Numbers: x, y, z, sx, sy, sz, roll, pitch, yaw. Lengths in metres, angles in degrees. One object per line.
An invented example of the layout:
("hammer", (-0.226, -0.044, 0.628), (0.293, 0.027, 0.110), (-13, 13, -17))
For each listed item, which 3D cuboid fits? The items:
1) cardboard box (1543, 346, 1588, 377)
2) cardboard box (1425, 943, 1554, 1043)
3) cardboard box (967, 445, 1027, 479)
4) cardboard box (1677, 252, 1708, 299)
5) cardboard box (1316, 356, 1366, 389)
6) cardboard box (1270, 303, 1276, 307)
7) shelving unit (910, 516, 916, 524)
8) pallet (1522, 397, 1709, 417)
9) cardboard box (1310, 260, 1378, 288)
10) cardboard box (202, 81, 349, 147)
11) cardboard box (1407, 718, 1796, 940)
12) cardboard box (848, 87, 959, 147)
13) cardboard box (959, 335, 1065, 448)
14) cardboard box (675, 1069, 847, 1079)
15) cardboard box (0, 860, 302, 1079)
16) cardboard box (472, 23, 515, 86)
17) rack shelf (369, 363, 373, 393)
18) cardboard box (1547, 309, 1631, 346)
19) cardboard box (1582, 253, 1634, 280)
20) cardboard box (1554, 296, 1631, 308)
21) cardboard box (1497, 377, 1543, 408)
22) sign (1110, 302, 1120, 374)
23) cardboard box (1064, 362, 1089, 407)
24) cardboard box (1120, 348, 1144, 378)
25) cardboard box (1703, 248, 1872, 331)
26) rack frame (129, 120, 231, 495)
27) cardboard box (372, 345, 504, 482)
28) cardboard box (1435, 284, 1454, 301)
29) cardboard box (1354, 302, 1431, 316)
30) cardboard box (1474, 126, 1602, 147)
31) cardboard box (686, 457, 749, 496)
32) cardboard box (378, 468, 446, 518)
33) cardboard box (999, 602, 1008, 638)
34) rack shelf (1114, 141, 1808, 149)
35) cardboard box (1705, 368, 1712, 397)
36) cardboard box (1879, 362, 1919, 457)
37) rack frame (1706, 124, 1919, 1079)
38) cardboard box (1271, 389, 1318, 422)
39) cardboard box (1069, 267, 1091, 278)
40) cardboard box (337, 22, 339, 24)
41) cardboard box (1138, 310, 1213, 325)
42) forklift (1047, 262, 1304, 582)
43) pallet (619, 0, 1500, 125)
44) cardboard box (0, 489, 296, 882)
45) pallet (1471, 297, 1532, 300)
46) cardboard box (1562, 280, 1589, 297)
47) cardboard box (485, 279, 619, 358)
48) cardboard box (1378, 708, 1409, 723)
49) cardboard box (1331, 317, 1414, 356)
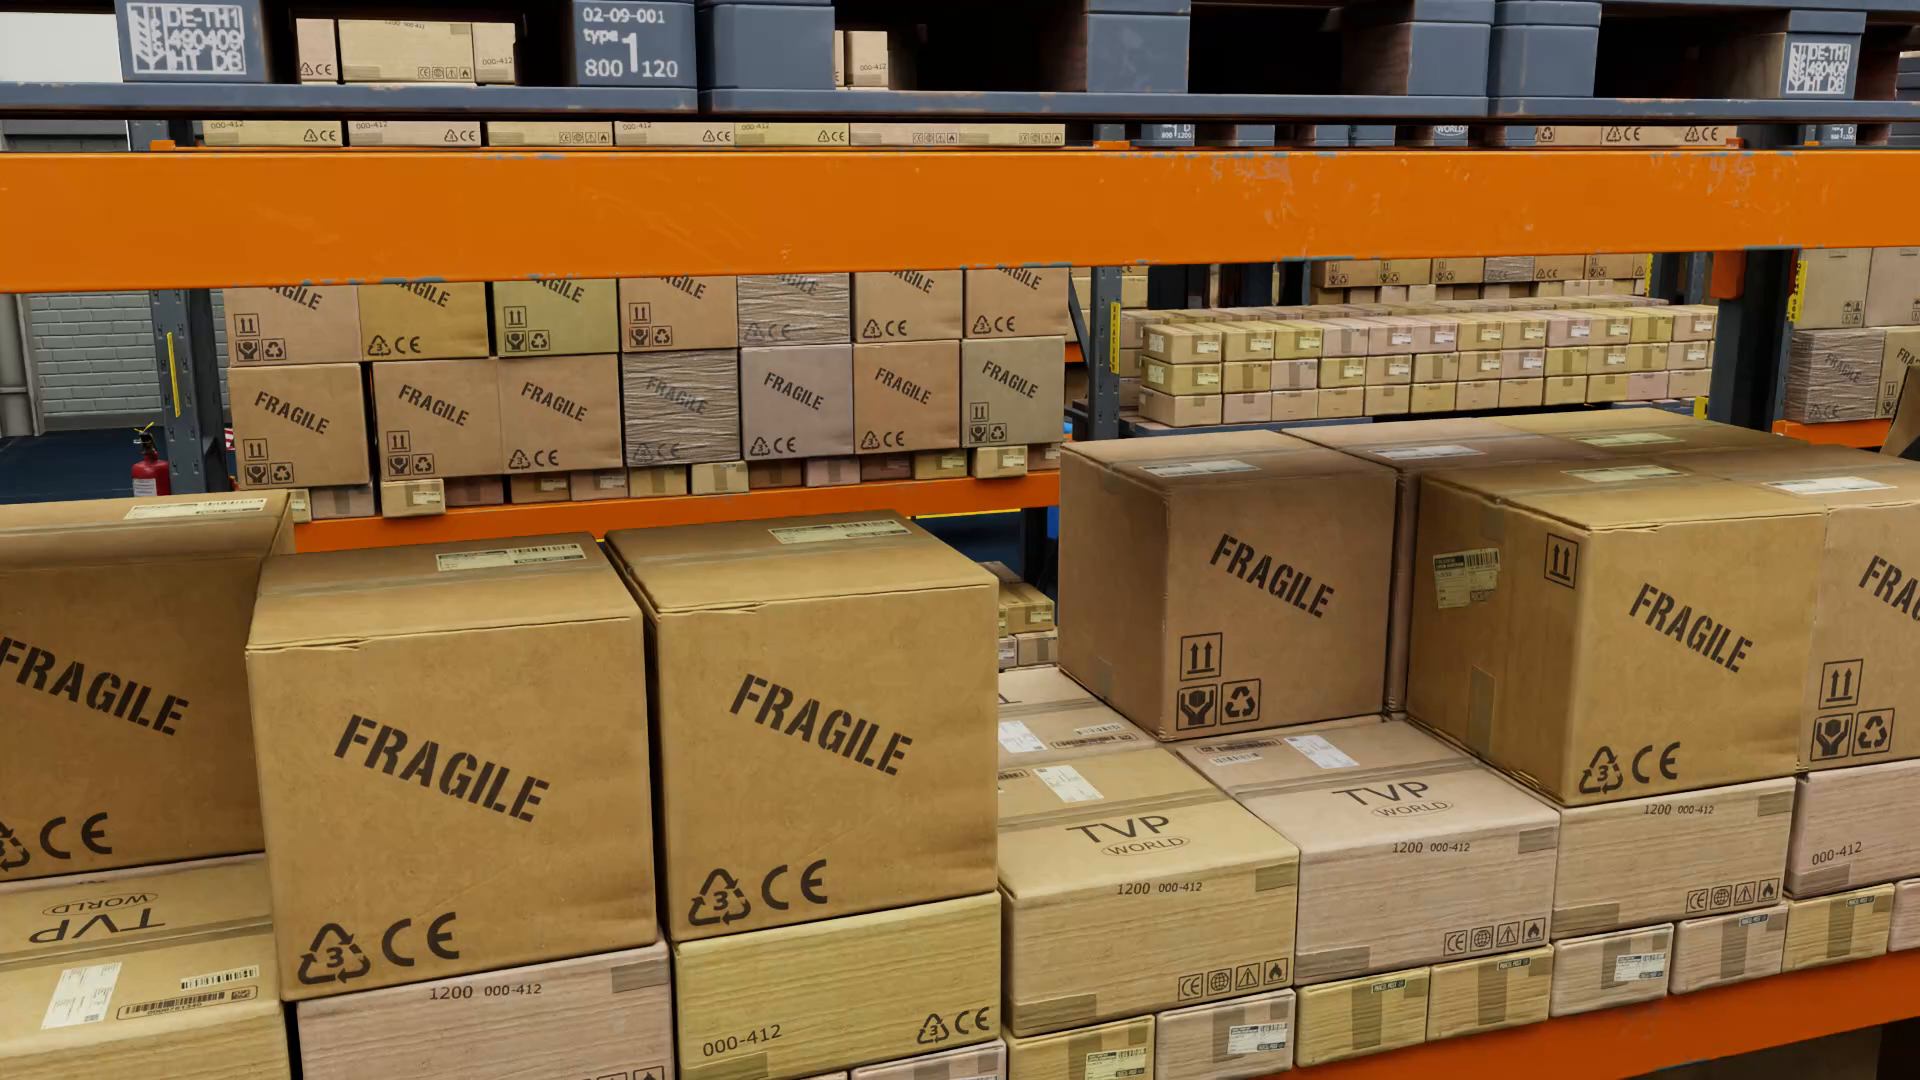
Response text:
("cardboard box", (3.033, -0.950, 8.646), (0.250, 0.149, 0.380), (-5, 14, -18))
("cardboard box", (0.866, 0.748, 3.060), (0.250, 0.149, 0.380), (-4, 14, -17))
("cardboard box", (0.134, -0.403, 7.896), (0.250, 0.149, 0.380), (-5, 14, -20))
("cardboard box", (6.953, -2.474, 15.201), (0.500, 0.500, 0.500), (-4, 14, -18))
("cardboard box", (1.796, -0.853, 8.240), (0.250, 0.149, 0.380), (-5, 14, -20))
("cardboard box", (2.260, -1.846, 13.747), (0.500, 0.250, 0.500), (-5, 14, -20))
("shelving unit", (0.081, -0.736, 11.996), (1.048, 1.500, 0.538), (-4, 14, -18))
("pallet", (3.689, -0.766, 9.296), (1.003, 0.211, 1.213), (-4, 14, -18))
("cardboard box", (3.157, -2.394, 13.958), (0.500, 0.500, 0.500), (-5, 14, -20))
("cardboard box", (-2.744, -1.708, 6.685), (0.500, 0.250, 0.500), (-4, 14, -16))
("cardboard box", (1.202, 0.512, 3.189), (0.500, 0.250, 0.500), (-4, 14, -16))
("cardboard box", (-0.316, -1.897, 7.477), (0.500, 0.250, 0.500), (-4, 14, -18))
("cardboard box", (0.172, -0.736, 7.896), (0.500, 0.500, 0.500), (-4, 14, -18))
("cardboard box", (-0.350, 0.842, 2.662), (0.250, 0.149, 0.380), (-5, 14, -19))
("cardboard box", (-1.224, 0.702, 2.389), (0.500, 0.250, 0.500), (-5, 14, -20))
("cardboard box", (-1.775, -2.023, 6.929), (0.500, 0.250, 0.500), (-4, 14, -17))
("rack shelf", (-3.030, -1.221, 12.348), (4.000, 0.370, 1.077), (-4, 14, -18))
("cardboard box", (3.274, -1.112, 8.687), (0.250, 0.149, 0.380), (-4, 14, -16))
("cardboard box", (5.613, -2.585, 14.763), (0.500, 0.500, 0.500), (-4, 14, -18))
("cardboard box", (3.577, -1.295, 9.454), (0.250, 0.149, 0.380), (-5, 14, -20))
("cardboard box", (2.793, -0.787, 8.604), (0.250, 0.149, 0.380), (-4, 14, -16))
("sign", (0.720, -0.943, 7.754), (0.005, 0.325, 0.100), (-4, 14, -18))
("cardboard box", (1.129, -1.087, 13.913), (0.875, 0.875, 0.875), (-4, 14, -17))
("cardboard box", (0.854, -0.940, 8.604), (0.250, 0.149, 0.380), (-4, 14, -16))
("cardboard box", (4.760, -1.501, 9.596), (0.500, 0.500, 0.700), (-5, 14, -18))
("rack frame", (-3.251, -0.345, 7.111), (0.127, 3.000, 1.000), (-4, 14, -18))
("cardboard box", (-2.239, -0.556, 7.139), (0.500, 0.500, 0.500), (-4, 14, -18))
("cardboard box", (4.047, -2.153, 14.348), (0.250, 0.149, 0.380), (-4, 14, -15))
("cardboard box", (2.348, -1.200, 9.057), (0.250, 0.149, 0.380), (-5, 14, -19))
("cardboard box", (2.926, -2.270, 8.505), (0.500, 0.500, 0.500), (-4, 14, -18))
("cardboard box", (-1.115, -0.314, 7.525), (0.250, 0.149, 0.380), (-4, 14, -17))
("cardboard box", (-2.340, -0.211, 7.090), (0.250, 0.149, 0.380), (-5, 14, -20))
("cardboard box", (0.056, 0.364, 8.098), (0.250, 0.149, 0.380), (-4, 14, -17))
("rack shelf", (2.435, -1.897, 8.709), (4.000, 0.370, 1.077), (-4, 14, -18))
("cardboard box", (4.010, -0.880, 8.997), (0.250, 0.149, 0.380), (-4, 14, -17))
("cardboard box", (2.629, -0.131, 3.826), (0.637, 0.503, 0.797), (-5, 14, -20))
("rack frame", (2.026, 0.455, 3.748), (0.127, 3.000, 1.000), (-4, 14, -18))
("cardboard box", (1.559, -0.690, 8.196), (0.250, 0.149, 0.380), (-4, 14, -18))
("cardboard box", (0.811, -2.343, 13.132), (0.500, 0.500, 0.500), (-5, 14, -19))
("cardboard box", (-2.772, -2.259, 7.057), (0.250, 0.149, 0.380), (-4, 14, -17))
("cardboard box", (1.112, -1.104, 8.653), (0.250, 0.149, 0.380), (-5, 14, -20))
("forklift", (1.932, -1.007, 10.043), (3.031, 2.935, 1.130), (12, 18, 42))
("pallet", (0.093, -0.814, 2.792), (1.213, 0.211, 1.003), (-4, 14, -18))
("cardboard box", (-1.387, 0.220, 2.796), (0.500, 0.500, 0.500), (-4, 14, -17))
("pallet", (4.520, -2.075, 14.800), (1.213, 0.211, 1.003), (-4, 14, -18))
("cardboard box", (5.319, -2.230, 14.673), (0.250, 0.149, 0.380), (-4, 14, -18))
("cardboard box", (-1.765, -1.072, 7.147), (0.500, 0.500, 0.500), (-5, 14, -19))
("cardboard box", (1.024, 0.396, 3.677), (0.500, 0.250, 0.500), (-5, 14, -18))
("cardboard box", (2.046, -1.017, 8.286), (0.250, 0.149, 0.380), (-5, 14, -19))
